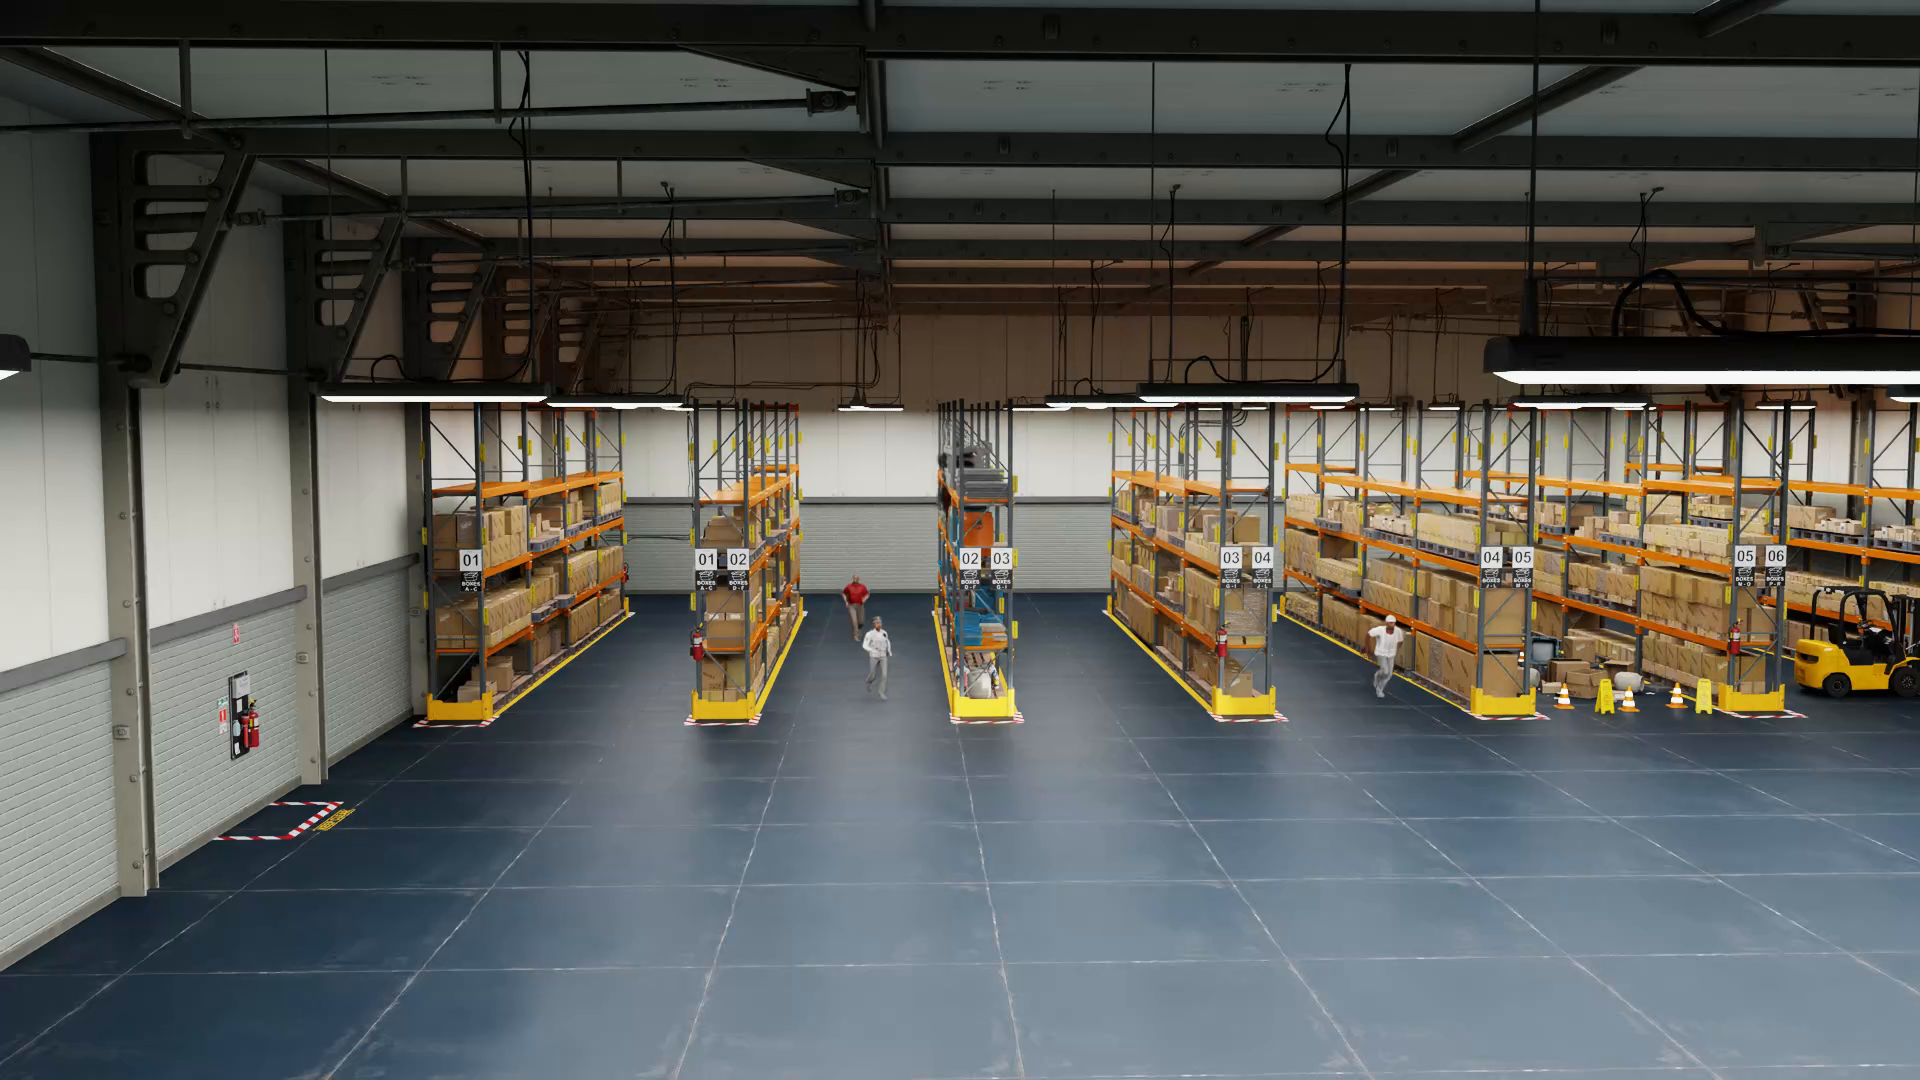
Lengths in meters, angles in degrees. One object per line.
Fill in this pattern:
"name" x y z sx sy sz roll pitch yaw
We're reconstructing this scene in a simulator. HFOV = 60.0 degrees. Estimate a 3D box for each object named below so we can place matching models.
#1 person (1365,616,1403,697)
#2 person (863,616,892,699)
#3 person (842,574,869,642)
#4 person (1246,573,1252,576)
"person" 8.589 2.345 33.485 0.684 1.681 0.711 -1 4 -15
"person" -1.655 2.349 33.487 0.625 1.652 0.726 -2 5 -23
"person" -2.623 1.699 41.879 0.663 1.686 0.741 -1 4 -11
"person" 7.987 1.373 46.385 0.657 1.678 0.578 1 4 10
